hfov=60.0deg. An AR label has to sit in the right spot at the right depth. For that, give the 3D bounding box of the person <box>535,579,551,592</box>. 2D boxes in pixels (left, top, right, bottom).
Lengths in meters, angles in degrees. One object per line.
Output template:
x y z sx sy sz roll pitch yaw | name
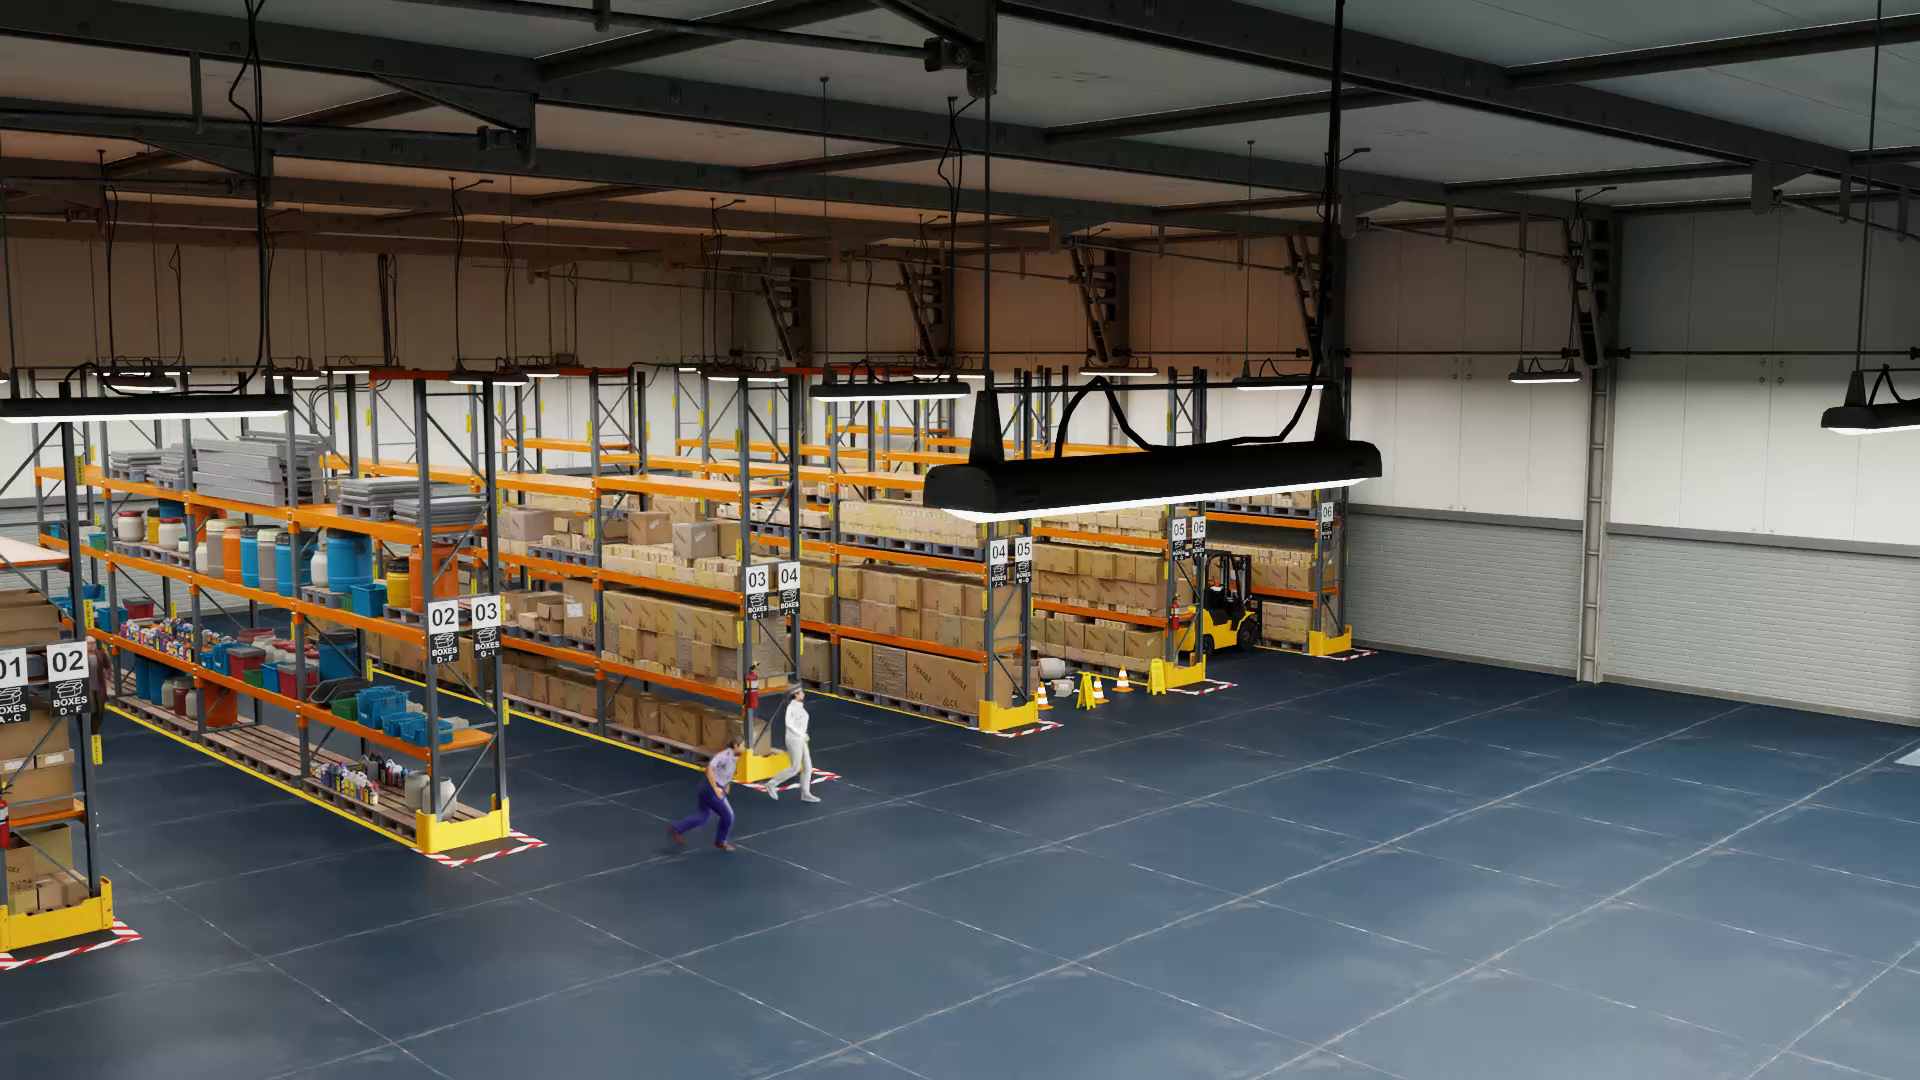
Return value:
-10.266 0.875 41.129 0.561 1.643 0.494 6 9 44 | person

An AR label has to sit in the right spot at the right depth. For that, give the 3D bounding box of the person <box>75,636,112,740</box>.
-14.163 2.422 27.113 0.670 1.728 0.696 5 8 39 | person

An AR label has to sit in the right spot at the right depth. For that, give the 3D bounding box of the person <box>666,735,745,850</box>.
-3.240 3.261 21.211 1.020 1.445 0.617 0 6 0 | person

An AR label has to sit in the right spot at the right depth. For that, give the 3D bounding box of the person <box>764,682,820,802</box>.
-2.355 2.850 23.587 0.781 1.659 0.681 0 6 2 | person
